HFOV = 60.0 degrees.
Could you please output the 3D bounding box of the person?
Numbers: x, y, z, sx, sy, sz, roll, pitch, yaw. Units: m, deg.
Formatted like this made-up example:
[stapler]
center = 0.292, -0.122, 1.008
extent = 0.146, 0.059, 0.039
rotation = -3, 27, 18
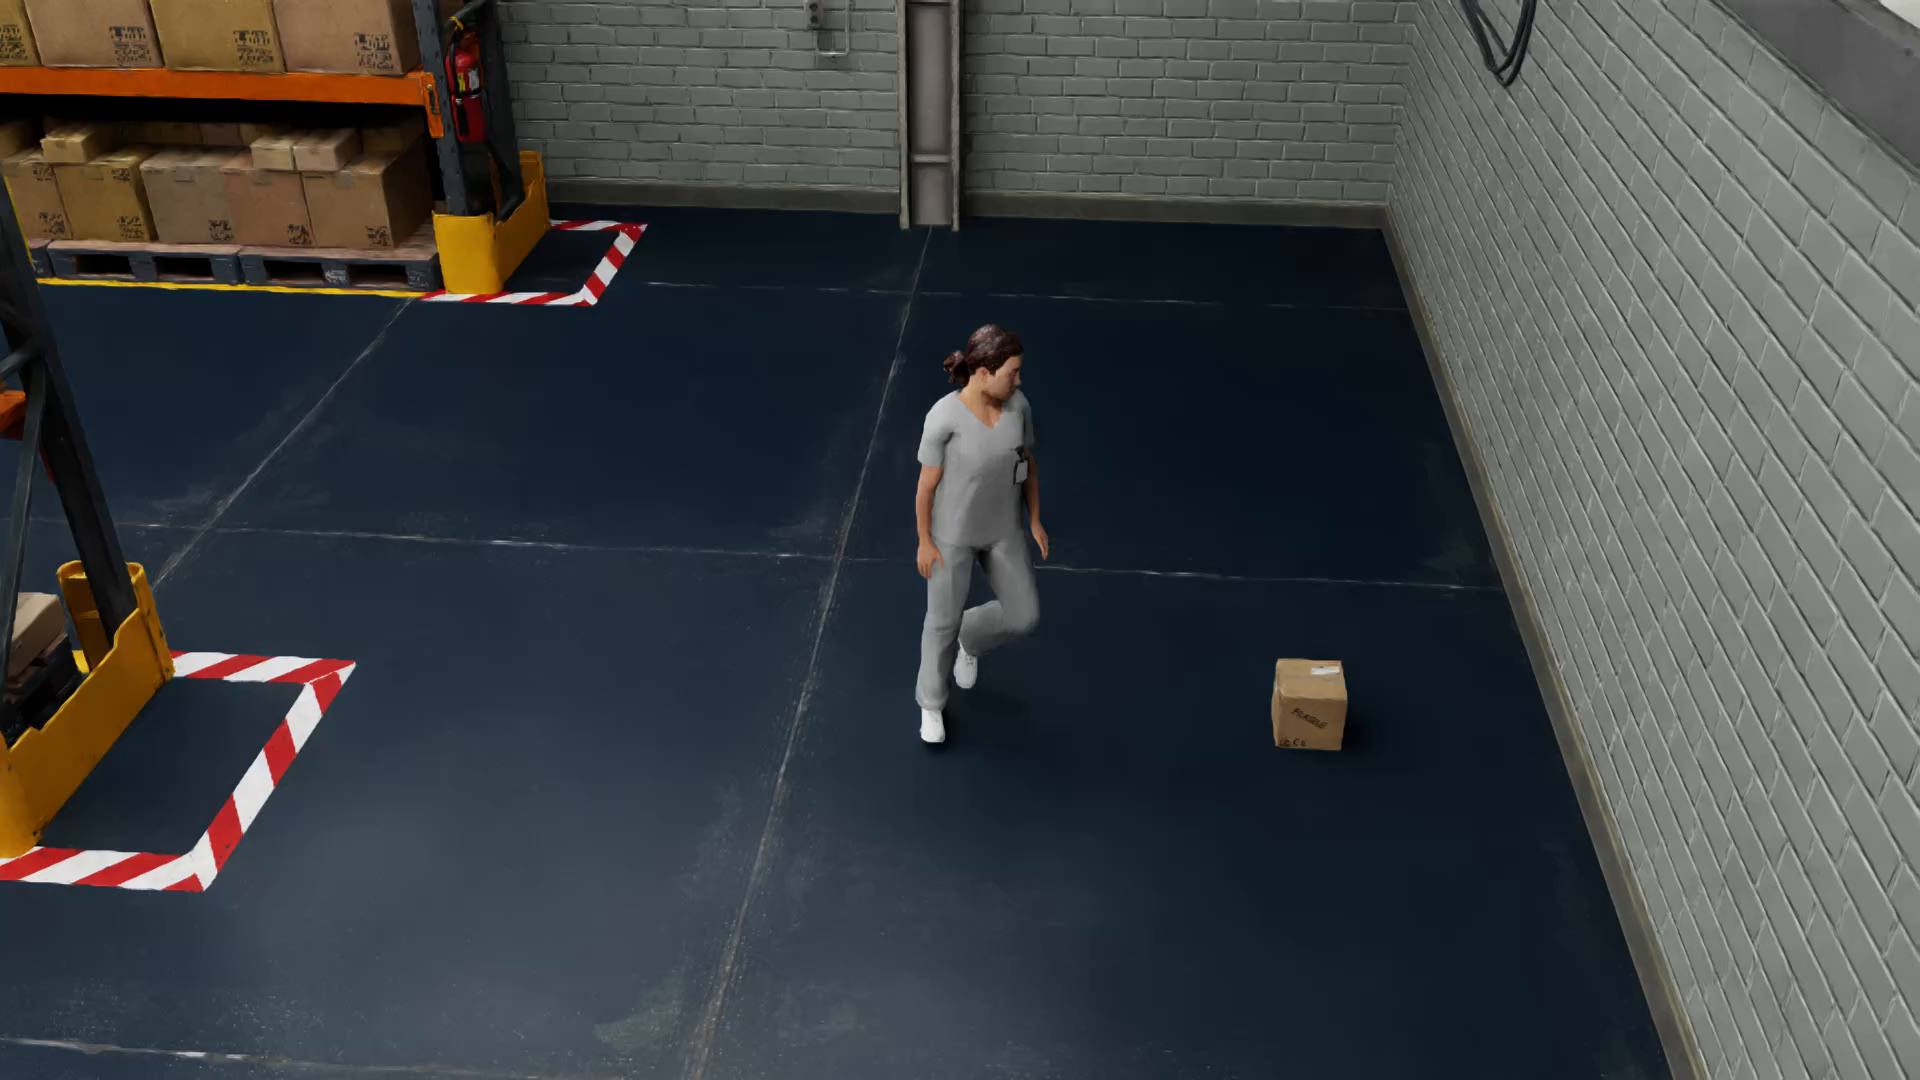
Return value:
[person]
center = 0.044, -0.050, 6.200
extent = 0.538, 1.660, 0.501
rotation = -13, 34, -19
